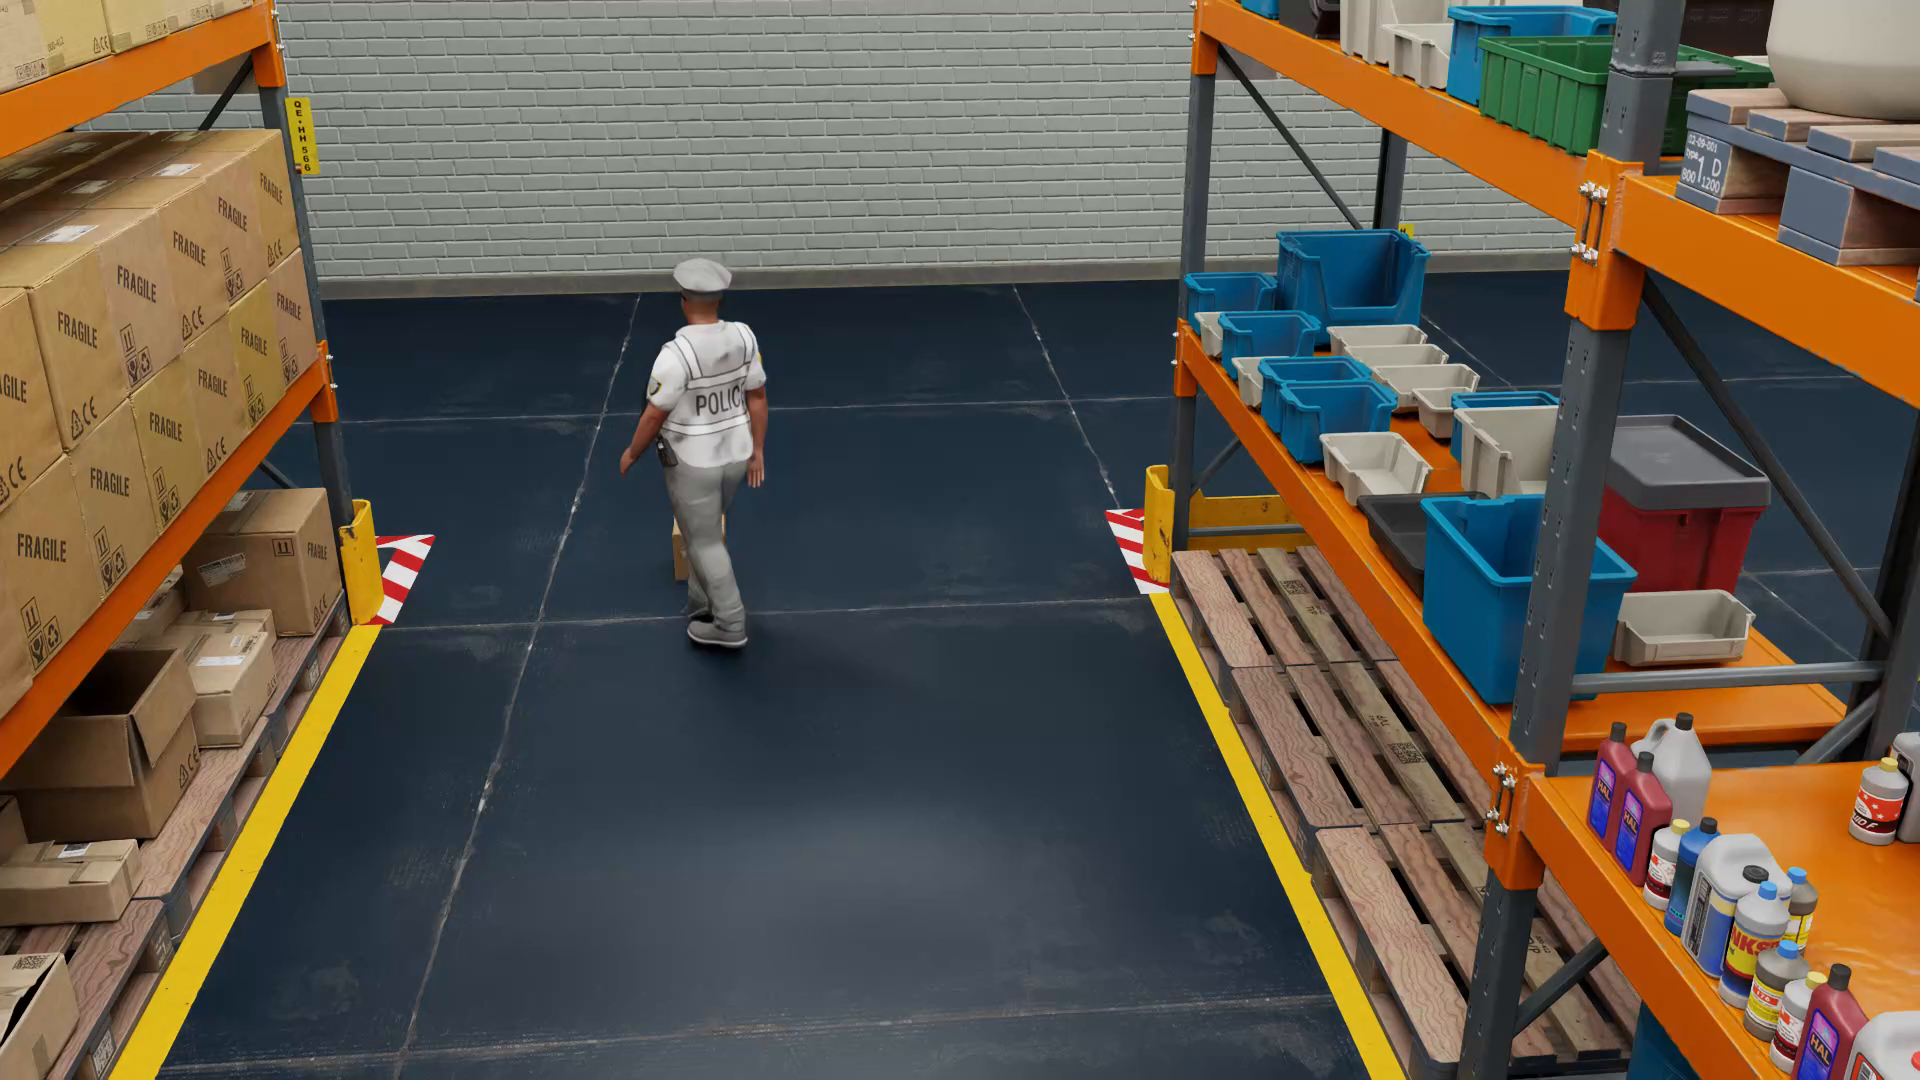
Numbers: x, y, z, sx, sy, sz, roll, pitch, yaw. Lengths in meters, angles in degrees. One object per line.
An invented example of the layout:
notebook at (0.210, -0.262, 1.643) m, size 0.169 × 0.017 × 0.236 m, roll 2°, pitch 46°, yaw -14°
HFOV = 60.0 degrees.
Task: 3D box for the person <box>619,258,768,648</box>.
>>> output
person at (-1.194, -0.342, 7.437) m, size 0.616 × 1.843 × 0.555 m, roll 16°, pitch 28°, yaw 32°
